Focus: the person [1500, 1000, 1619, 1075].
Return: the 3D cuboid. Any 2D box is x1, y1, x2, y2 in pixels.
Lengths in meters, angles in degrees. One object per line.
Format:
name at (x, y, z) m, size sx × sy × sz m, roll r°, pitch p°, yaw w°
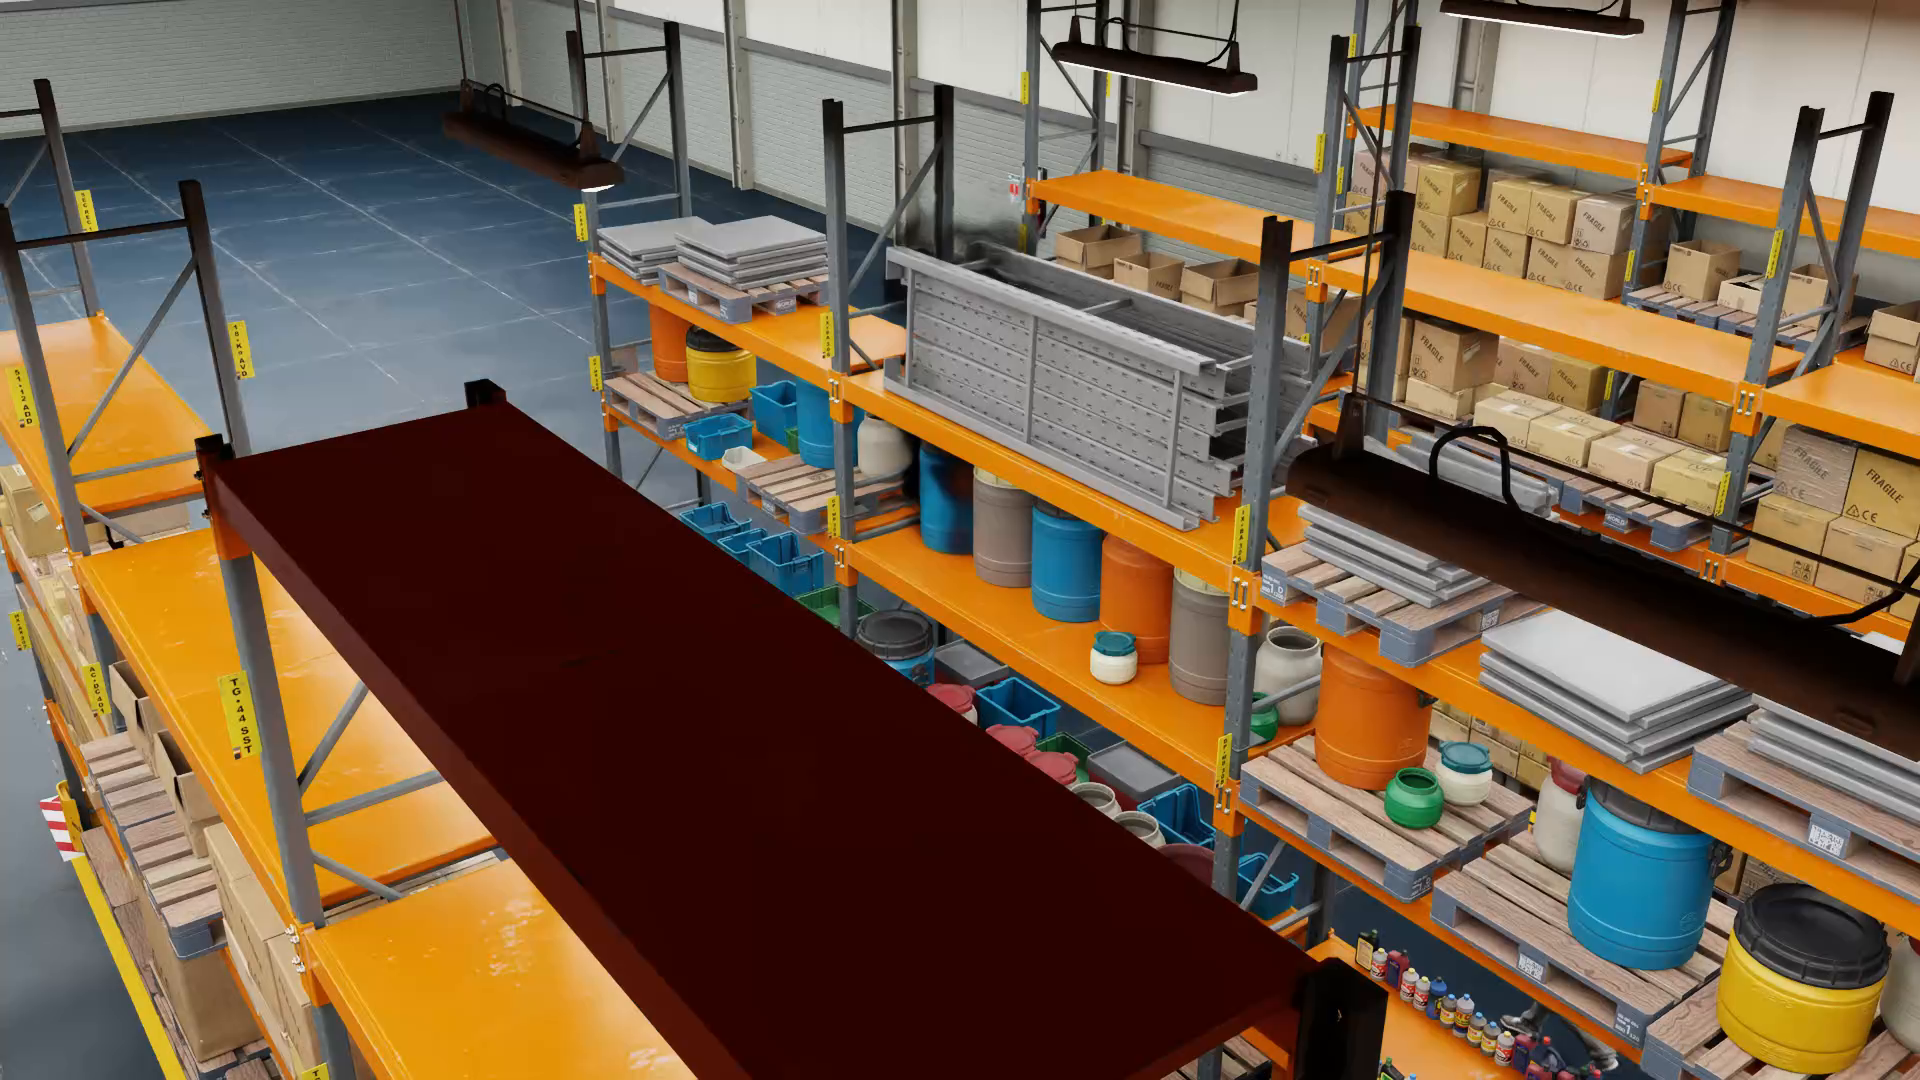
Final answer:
person at (4.067, 2.805, 11.013) m, size 0.542 × 1.556 × 0.886 m, roll -21°, pitch 32°, yaw -37°
